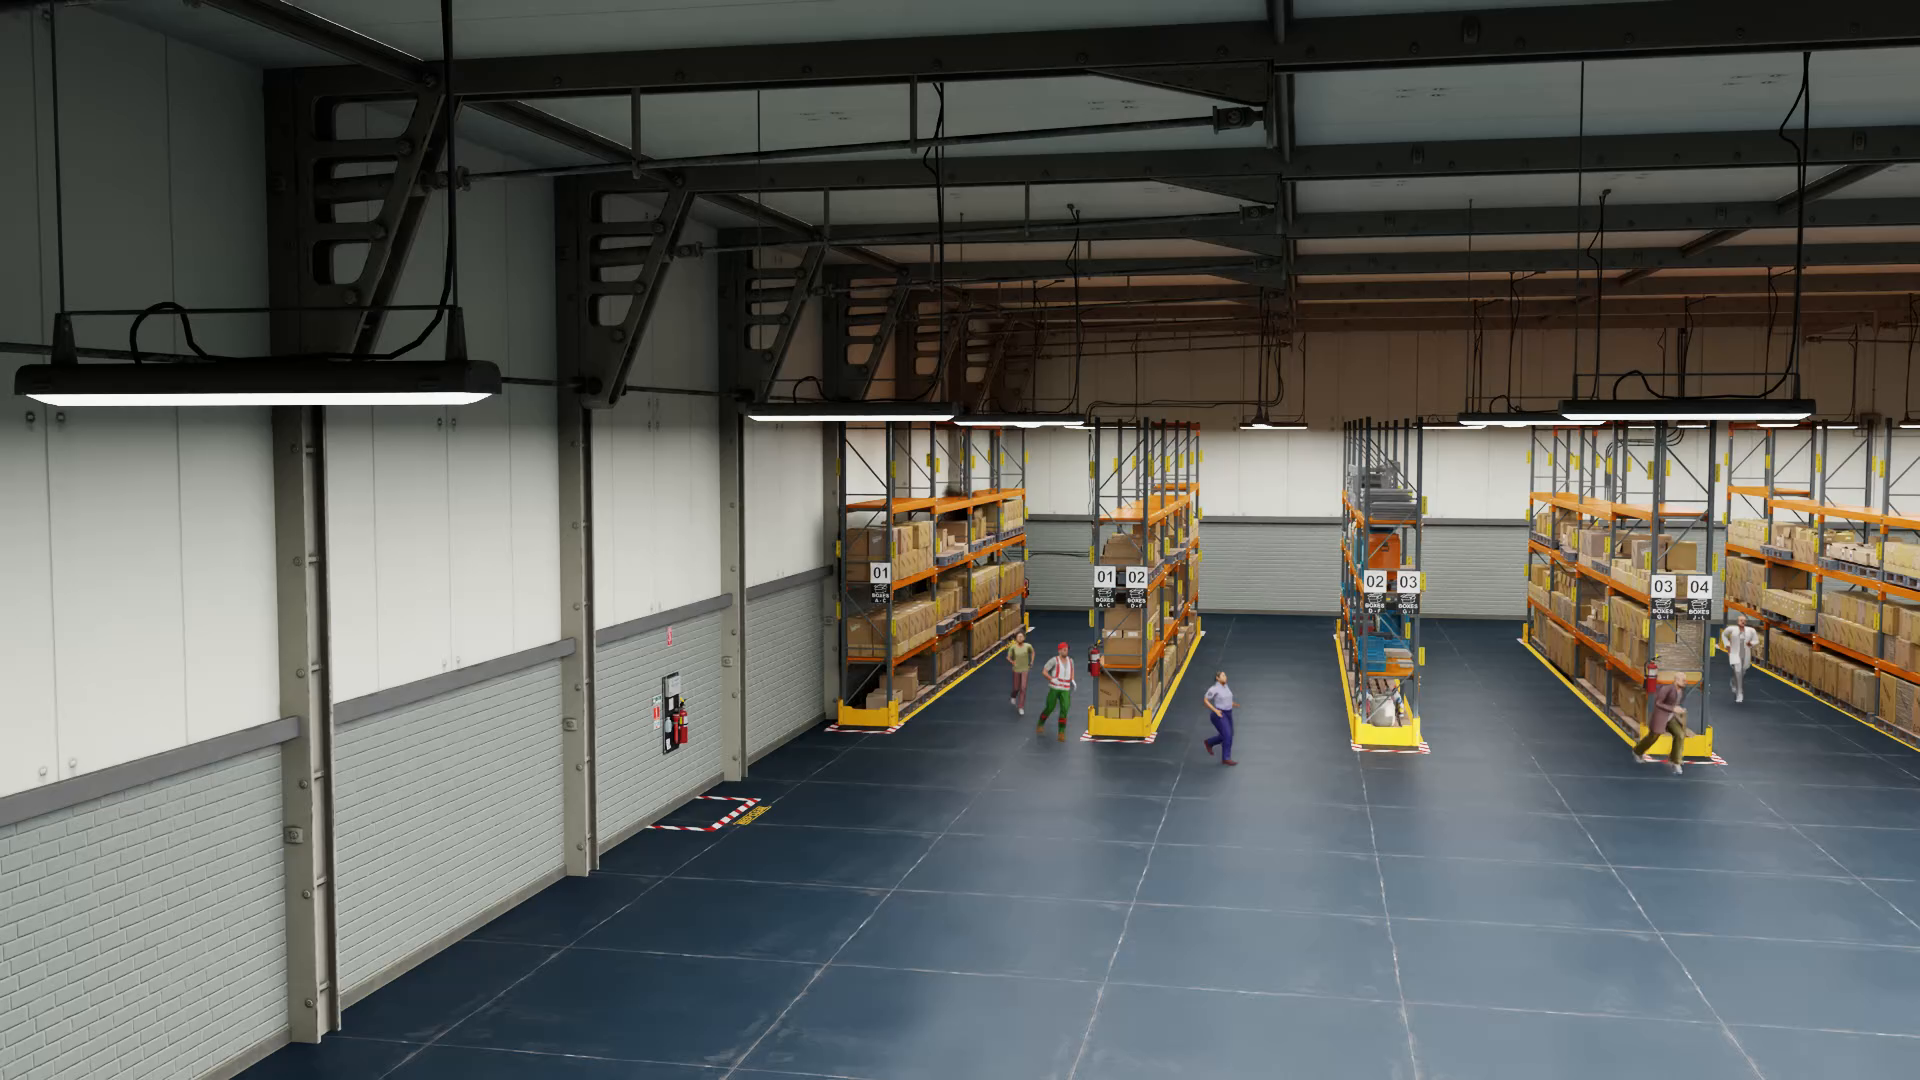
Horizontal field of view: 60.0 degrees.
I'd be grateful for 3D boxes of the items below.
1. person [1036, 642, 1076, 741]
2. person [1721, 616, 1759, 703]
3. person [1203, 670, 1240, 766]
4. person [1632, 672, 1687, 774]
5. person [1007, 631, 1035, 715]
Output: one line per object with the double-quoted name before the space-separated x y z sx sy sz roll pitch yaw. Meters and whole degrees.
"person" 1.884 2.806 31.108 0.721 1.779 0.946 -1 4 -20
"person" 16.760 2.533 35.713 0.668 1.836 1.088 0 4 6
"person" 4.499 3.054 28.750 0.748 1.608 0.629 3 5 41
"person" 11.885 3.071 28.216 0.753 1.765 1.056 -2 4 -31
"person" 1.246 2.694 34.060 0.587 1.667 0.895 0 4 -1
